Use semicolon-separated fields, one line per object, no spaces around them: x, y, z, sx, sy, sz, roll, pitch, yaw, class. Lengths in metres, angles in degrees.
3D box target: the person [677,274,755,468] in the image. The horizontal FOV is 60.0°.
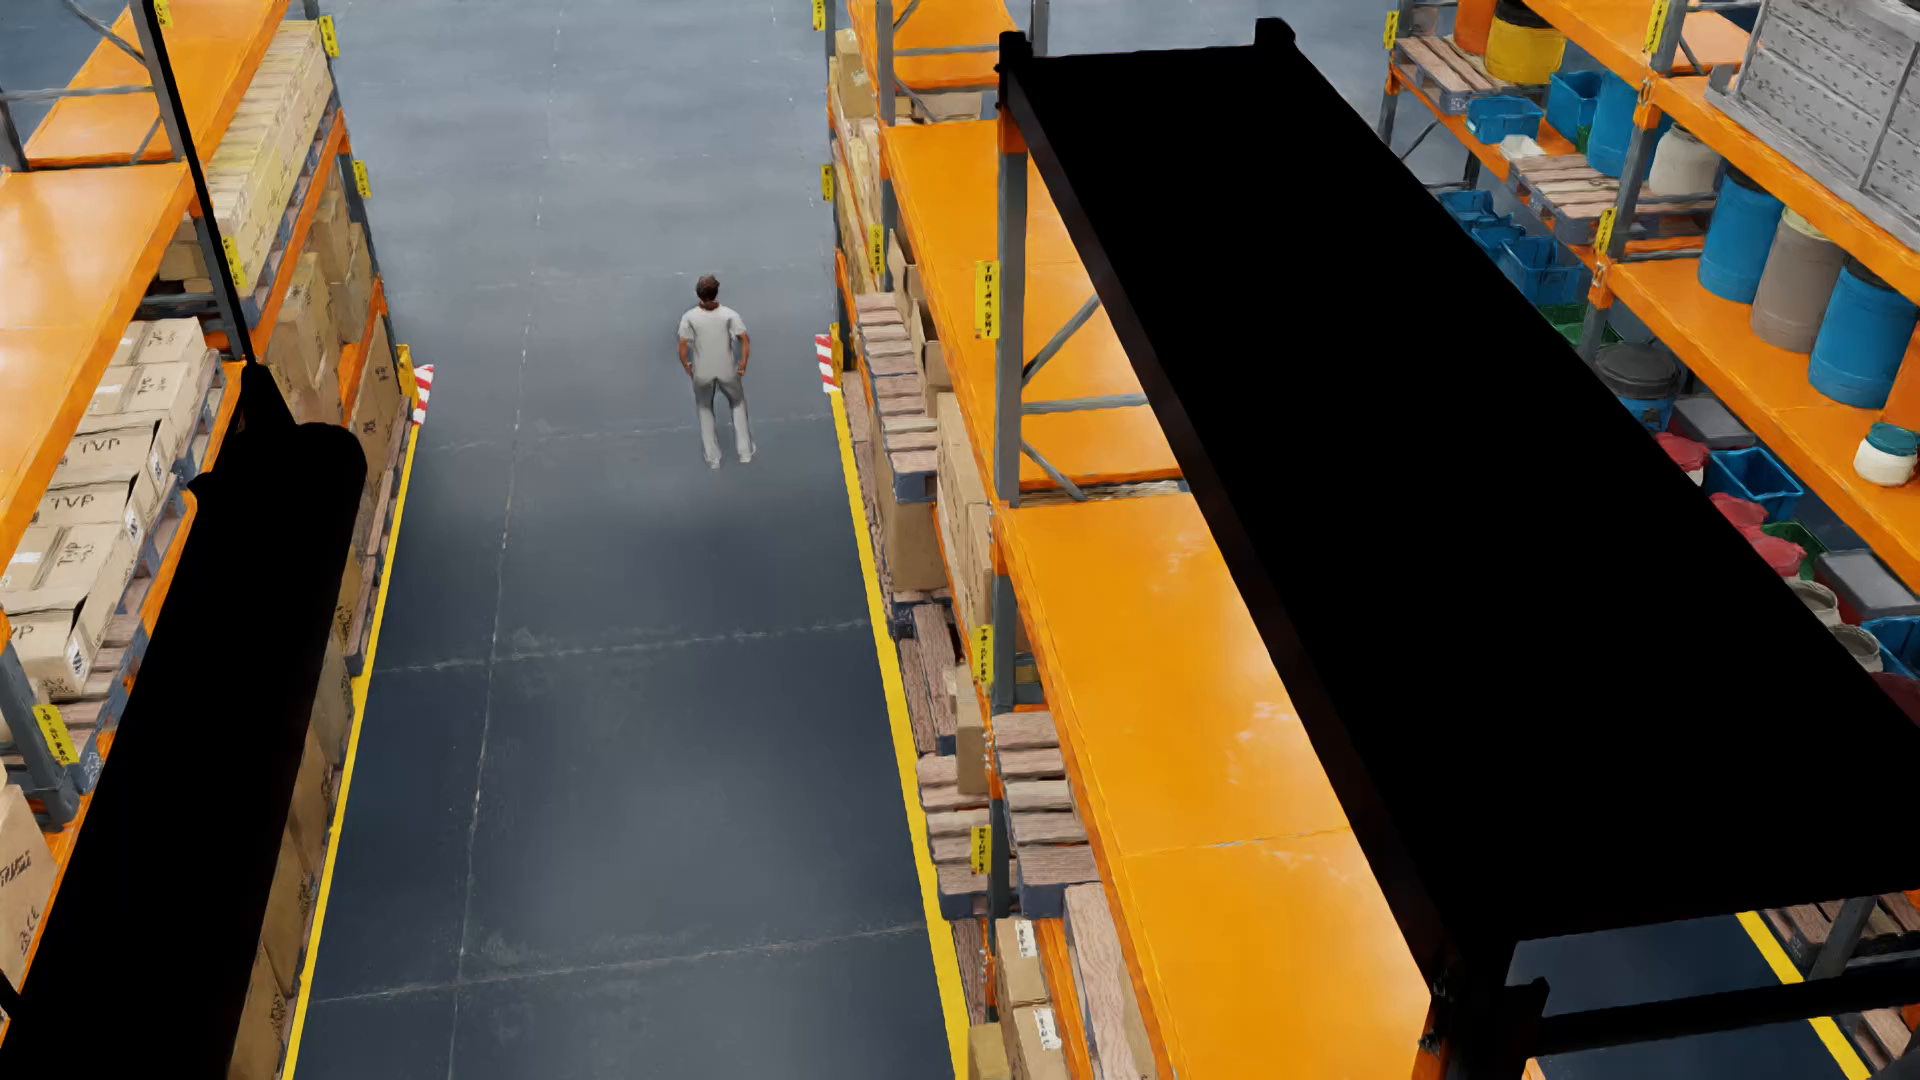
-1.977;-1.372;13.508;0.580;1.593;0.504;-6;37;-9;person
